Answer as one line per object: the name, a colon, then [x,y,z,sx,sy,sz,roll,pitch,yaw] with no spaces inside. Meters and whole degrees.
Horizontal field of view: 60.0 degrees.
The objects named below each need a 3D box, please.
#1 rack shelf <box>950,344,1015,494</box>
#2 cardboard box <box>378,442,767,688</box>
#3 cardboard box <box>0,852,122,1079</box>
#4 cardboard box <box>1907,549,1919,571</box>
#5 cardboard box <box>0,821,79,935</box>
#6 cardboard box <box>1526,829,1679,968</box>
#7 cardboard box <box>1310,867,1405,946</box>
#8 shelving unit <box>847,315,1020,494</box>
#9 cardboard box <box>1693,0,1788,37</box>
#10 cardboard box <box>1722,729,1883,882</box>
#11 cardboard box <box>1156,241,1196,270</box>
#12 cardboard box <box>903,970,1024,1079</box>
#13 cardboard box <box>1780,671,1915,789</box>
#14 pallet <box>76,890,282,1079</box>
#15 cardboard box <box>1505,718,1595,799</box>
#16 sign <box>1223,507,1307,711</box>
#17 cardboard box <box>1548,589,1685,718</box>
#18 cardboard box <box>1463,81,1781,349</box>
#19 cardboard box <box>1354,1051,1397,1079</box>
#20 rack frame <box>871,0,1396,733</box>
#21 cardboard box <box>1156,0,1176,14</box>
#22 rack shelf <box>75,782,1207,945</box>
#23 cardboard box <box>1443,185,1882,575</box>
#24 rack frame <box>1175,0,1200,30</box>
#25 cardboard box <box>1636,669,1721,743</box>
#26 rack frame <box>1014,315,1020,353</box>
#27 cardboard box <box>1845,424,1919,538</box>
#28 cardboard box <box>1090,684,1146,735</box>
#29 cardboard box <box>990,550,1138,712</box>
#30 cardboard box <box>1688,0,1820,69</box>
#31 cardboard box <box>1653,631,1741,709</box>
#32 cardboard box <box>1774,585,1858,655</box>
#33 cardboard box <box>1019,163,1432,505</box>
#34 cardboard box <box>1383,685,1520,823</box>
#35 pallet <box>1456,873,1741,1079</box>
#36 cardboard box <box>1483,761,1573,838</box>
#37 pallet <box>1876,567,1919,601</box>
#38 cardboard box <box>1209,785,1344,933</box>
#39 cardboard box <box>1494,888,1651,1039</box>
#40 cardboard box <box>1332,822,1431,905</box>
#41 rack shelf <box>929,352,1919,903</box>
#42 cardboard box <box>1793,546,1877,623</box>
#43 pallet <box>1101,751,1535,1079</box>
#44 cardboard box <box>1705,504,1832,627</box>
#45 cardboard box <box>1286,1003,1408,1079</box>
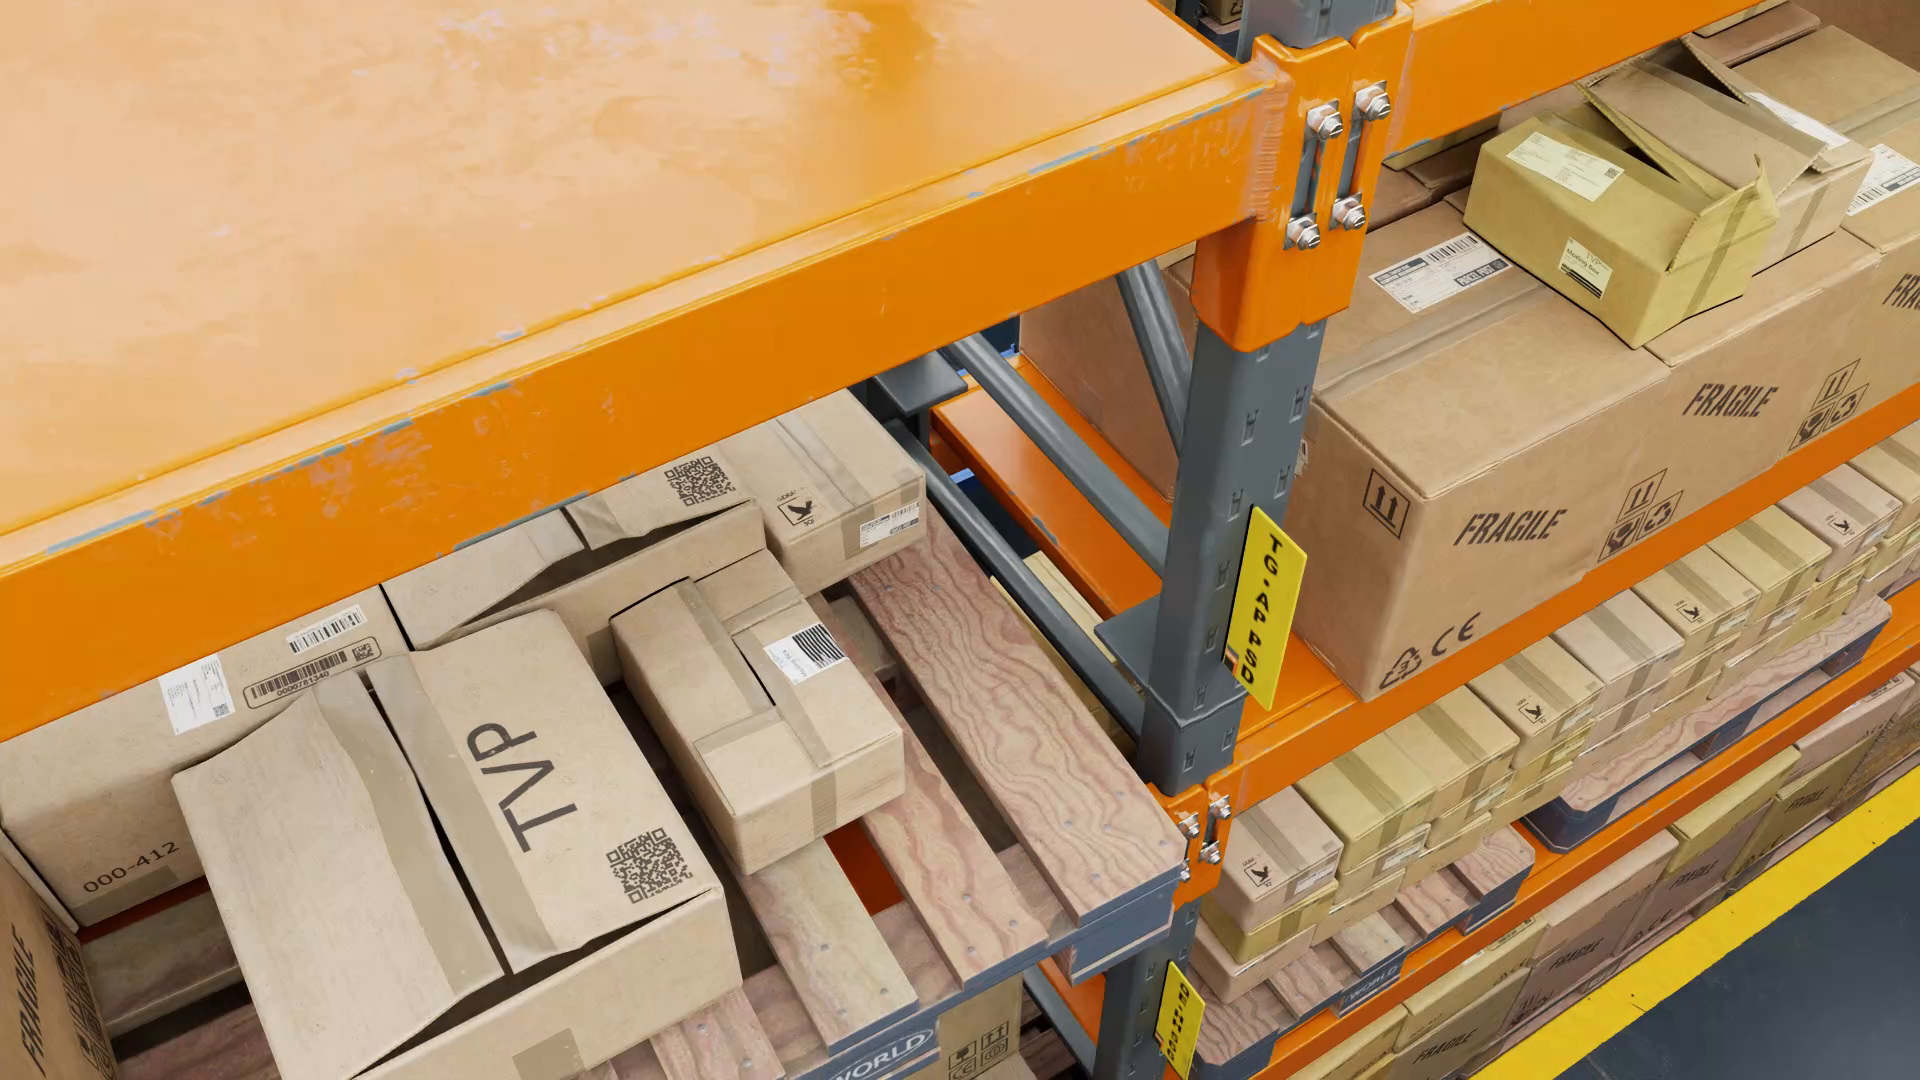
rack shelf: [-0.072,-0.345,6.239,1.000,0.185,0.538,-25,53,-21]
cardboard box: [-0.620,-0.053,2.437,0.500,0.311,0.500,-25,53,-21]
cardboard box: [-1.211,0.604,1.725,0.500,0.500,0.500,-25,53,-21]
cardboard box: [2.619,-0.126,4.686,0.250,0.149,0.380,-28,54,-23]
cardboard box: [-1.478,0.352,2.077,0.500,0.311,0.500,-26,53,-21]
cardboard box: [1.676,0.868,4.804,0.500,0.250,0.500,-25,53,-21]
cardboard box: [0.823,0.725,3.928,0.250,0.149,0.380,-23,52,-19]
shelving unit: [-0.072,-0.465,6.105,1.048,1.500,0.538,-25,53,-21]
cardboard box: [1.390,-1.198,3.165,0.258,0.266,0.396,-25,53,-21]
cardboard box: [2.567,0.695,5.461,0.500,0.500,0.500,-26,53,-22]
cardboard box: [0.313,-0.672,2.697,0.258,0.266,0.396,-25,53,-21]
cardboard box: [-0.275,0.745,3.286,0.500,0.500,0.700,-25,53,-21]
cardboard box: [2.556,0.440,5.185,0.500,0.250,0.500,-23,52,-19]
pallet: [-1.351,0.741,2.144,1.213,0.211,1.003,-23,52,-19]
cardboard box: [1.291,0.399,4.019,0.250,0.149,0.380,-25,53,-21]
sign: [0.399,0.097,2.193,0.005,0.325,0.100,-25,53,-21]
cardboard box: [1.492,0.205,3.993,0.250,0.149,0.380,-23,52,-19]
cardboard box: [1.035,-0.539,2.579,0.258,0.266,0.396,-25,53,-21]
cardboard box: [0.844,1.509,4.735,0.500,0.500,0.500,-27,54,-22]
rack frame: [0.110,-1.057,1.610,0.127,3.000,1.000,-25,53,-21]
cardboard box: [0.401,-2.994,8.494,0.875,0.875,1.225,-25,53,-21]
rack shelf: [-1.582,0.977,2.290,4.000,0.370,1.077,-25,53,-21]
cardboard box: [1.154,-0.355,2.928,0.500,0.500,0.500,-25,53,-21]
rack frame: [0.931,-3.828,8.096,0.127,3.000,1.000,-25,53,-21]
cardboard box: [1.716,0.302,4.305,0.250,0.149,0.380,-25,53,-20]
rack frame: [0.358,-0.667,6.285,0.032,1.500,0.500,-25,53,-21]
cardboard box: [2.379,-0.216,4.368,0.250,0.149,0.380,-27,54,-22]
cardboard box: [0.284,0.299,4.108,0.250,0.149,0.380,-24,53,-20]
cardboard box: [0.279,0.200,3.997,0.250,0.149,0.380,-27,54,-22]
cardboard box: [1.298,-0.884,3.399,0.500,0.500,0.500,-25,53,-21]
cardboard box: [1.714,0.204,4.193,0.250,0.149,0.380,-26,53,-21]
cardboard box: [2.162,0.093,4.491,0.250,0.149,0.380,-23,52,-19]
cardboard box: [0.457,-0.480,3.039,0.500,0.500,0.500,-25,53,-21]
cardboard box: [1.039,0.419,3.802,0.250,0.149,0.380,-25,53,-21]
pallet: [1.802,1.072,5.599,1.213,0.211,1.003,-25,53,-21]
cardboard box: [1.278,0.509,4.121,0.250,0.149,0.380,-23,52,-19]
pallet: [2.768,-0.379,5.153,1.213,0.211,1.003,-25,53,-21]
cardboard box: [0.607,0.621,3.622,0.250,0.149,0.380,-25,53,-21]
cardboard box: [1.699,1.100,5.100,0.500,0.500,0.500,-26,53,-22]
cardboard box: [0.854,0.608,3.833,0.250,0.149,0.380,-23,52,-19]
rack shelf: [1.801,-0.617,3.709,4.000,0.370,1.077,-25,53,-21]
cardboard box: [2.148,0.001,4.374,0.250,0.149,0.380,-25,53,-21]
pallet: [0.655,0.651,4.235,1.003,0.211,1.213,-25,53,-21]
cardboard box: [1.927,0.001,4.174,0.250,0.149,0.380,-26,53,-21]
cardboard box: [0.822,1.259,4.456,0.500,0.250,0.500,-27,54,-22]
